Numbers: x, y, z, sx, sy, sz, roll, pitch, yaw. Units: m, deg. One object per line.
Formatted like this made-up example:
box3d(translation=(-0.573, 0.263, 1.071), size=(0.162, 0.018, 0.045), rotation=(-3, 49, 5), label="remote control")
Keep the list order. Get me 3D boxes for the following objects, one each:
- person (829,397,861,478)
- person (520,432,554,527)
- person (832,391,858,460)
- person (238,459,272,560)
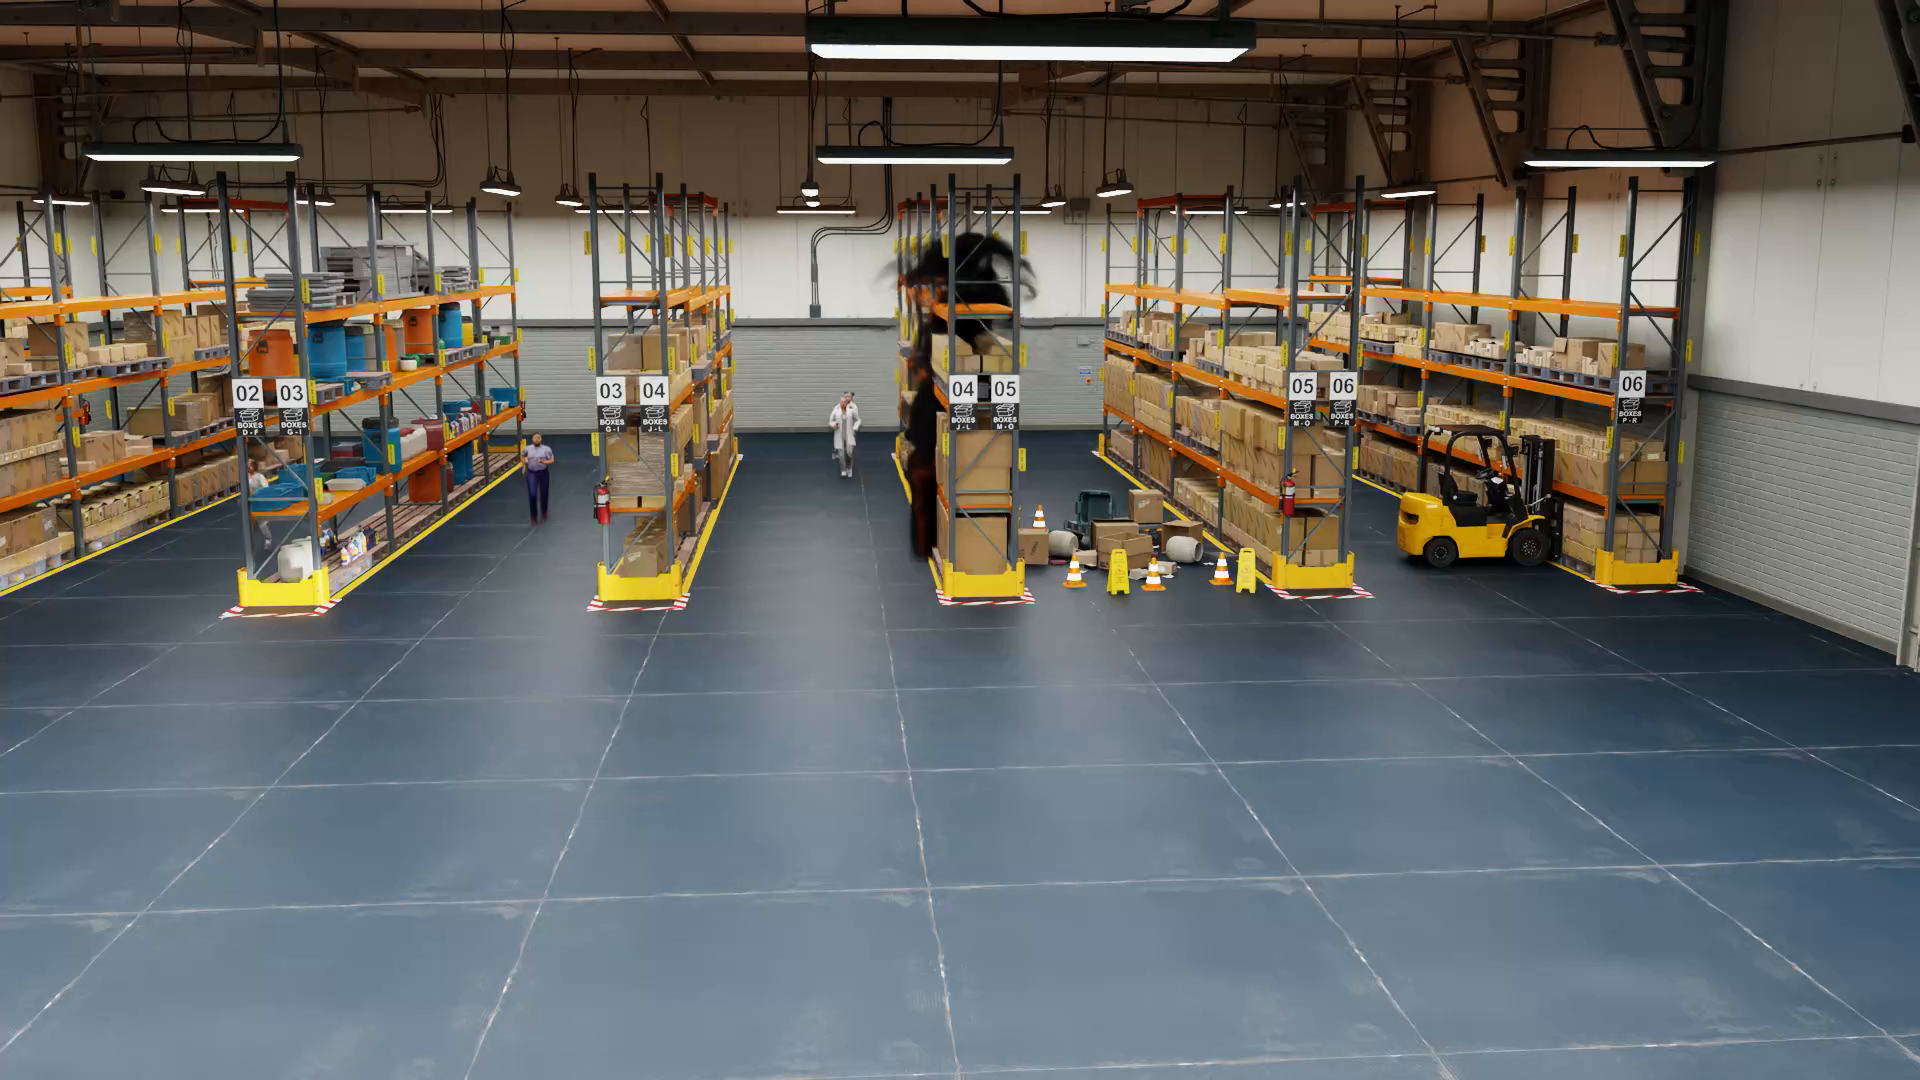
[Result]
box3d(translation=(-2.510, -2.219, 36.224), size=(0.692, 1.771, 0.686), rotation=(0, 10, -1), label="person")
box3d(translation=(-7.691, -1.116, 30.327), size=(0.582, 1.695, 0.758), rotation=(-3, 10, -17), label="person")
box3d(translation=(-2.728, -2.707, 39.344), size=(0.668, 1.661, 0.593), rotation=(1, 10, 5), label="person")
box3d(translation=(-11.463, -0.531, 27.000), size=(0.537, 1.585, 0.893), rotation=(-1, 10, -6), label="person")
